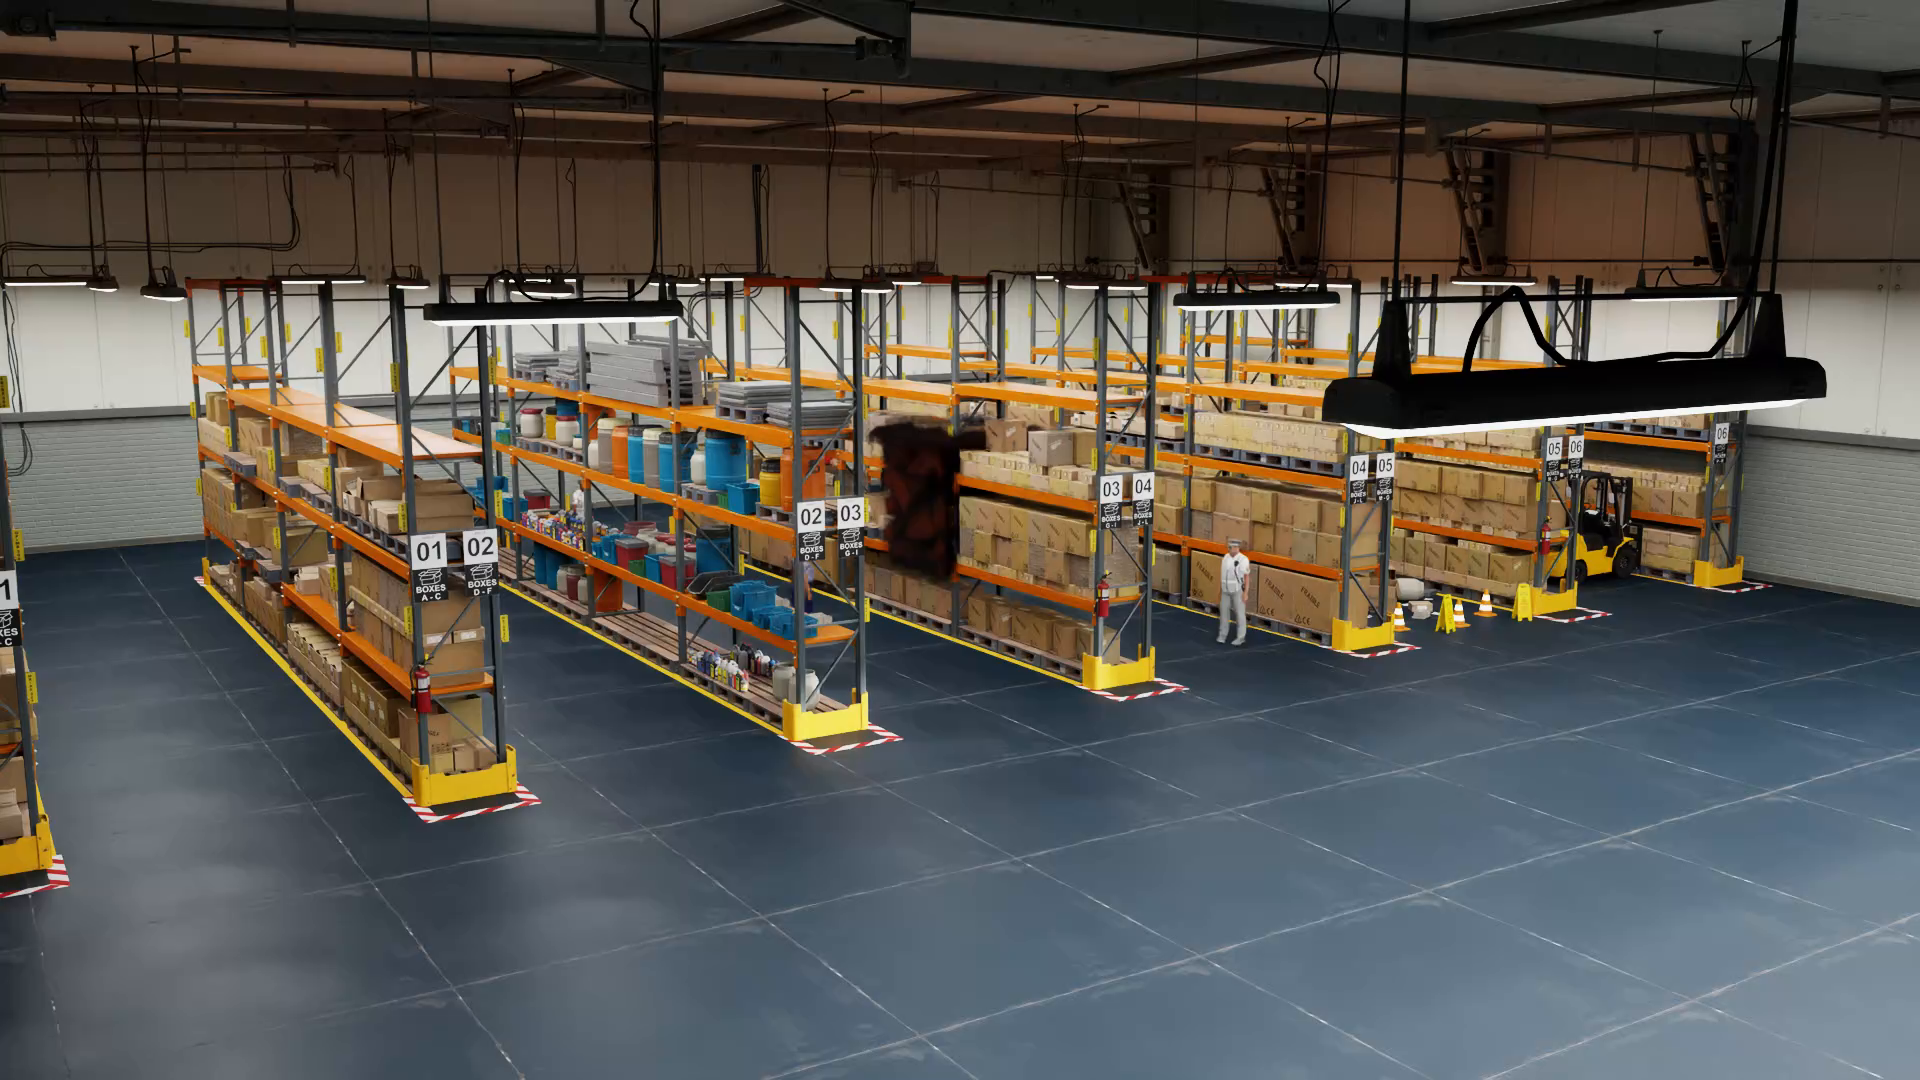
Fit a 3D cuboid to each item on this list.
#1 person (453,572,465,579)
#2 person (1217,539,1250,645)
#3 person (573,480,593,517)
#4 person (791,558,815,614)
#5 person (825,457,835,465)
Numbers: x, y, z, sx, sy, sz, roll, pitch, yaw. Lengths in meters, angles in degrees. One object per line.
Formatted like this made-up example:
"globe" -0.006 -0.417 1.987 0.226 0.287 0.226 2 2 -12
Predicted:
"person" -8.691 0.789 28.377 0.549 1.631 0.956 -7 12 -37
"person" 4.534 0.840 27.680 0.585 1.760 0.451 9 13 44
"person" -8.213 -0.526 36.197 0.459 1.628 0.928 -5 11 -27
"person" -2.446 0.826 26.481 0.524 1.658 0.507 -1 10 -4
"person" -3.571 -1.861 43.911 0.596 1.688 0.932 6 11 30
